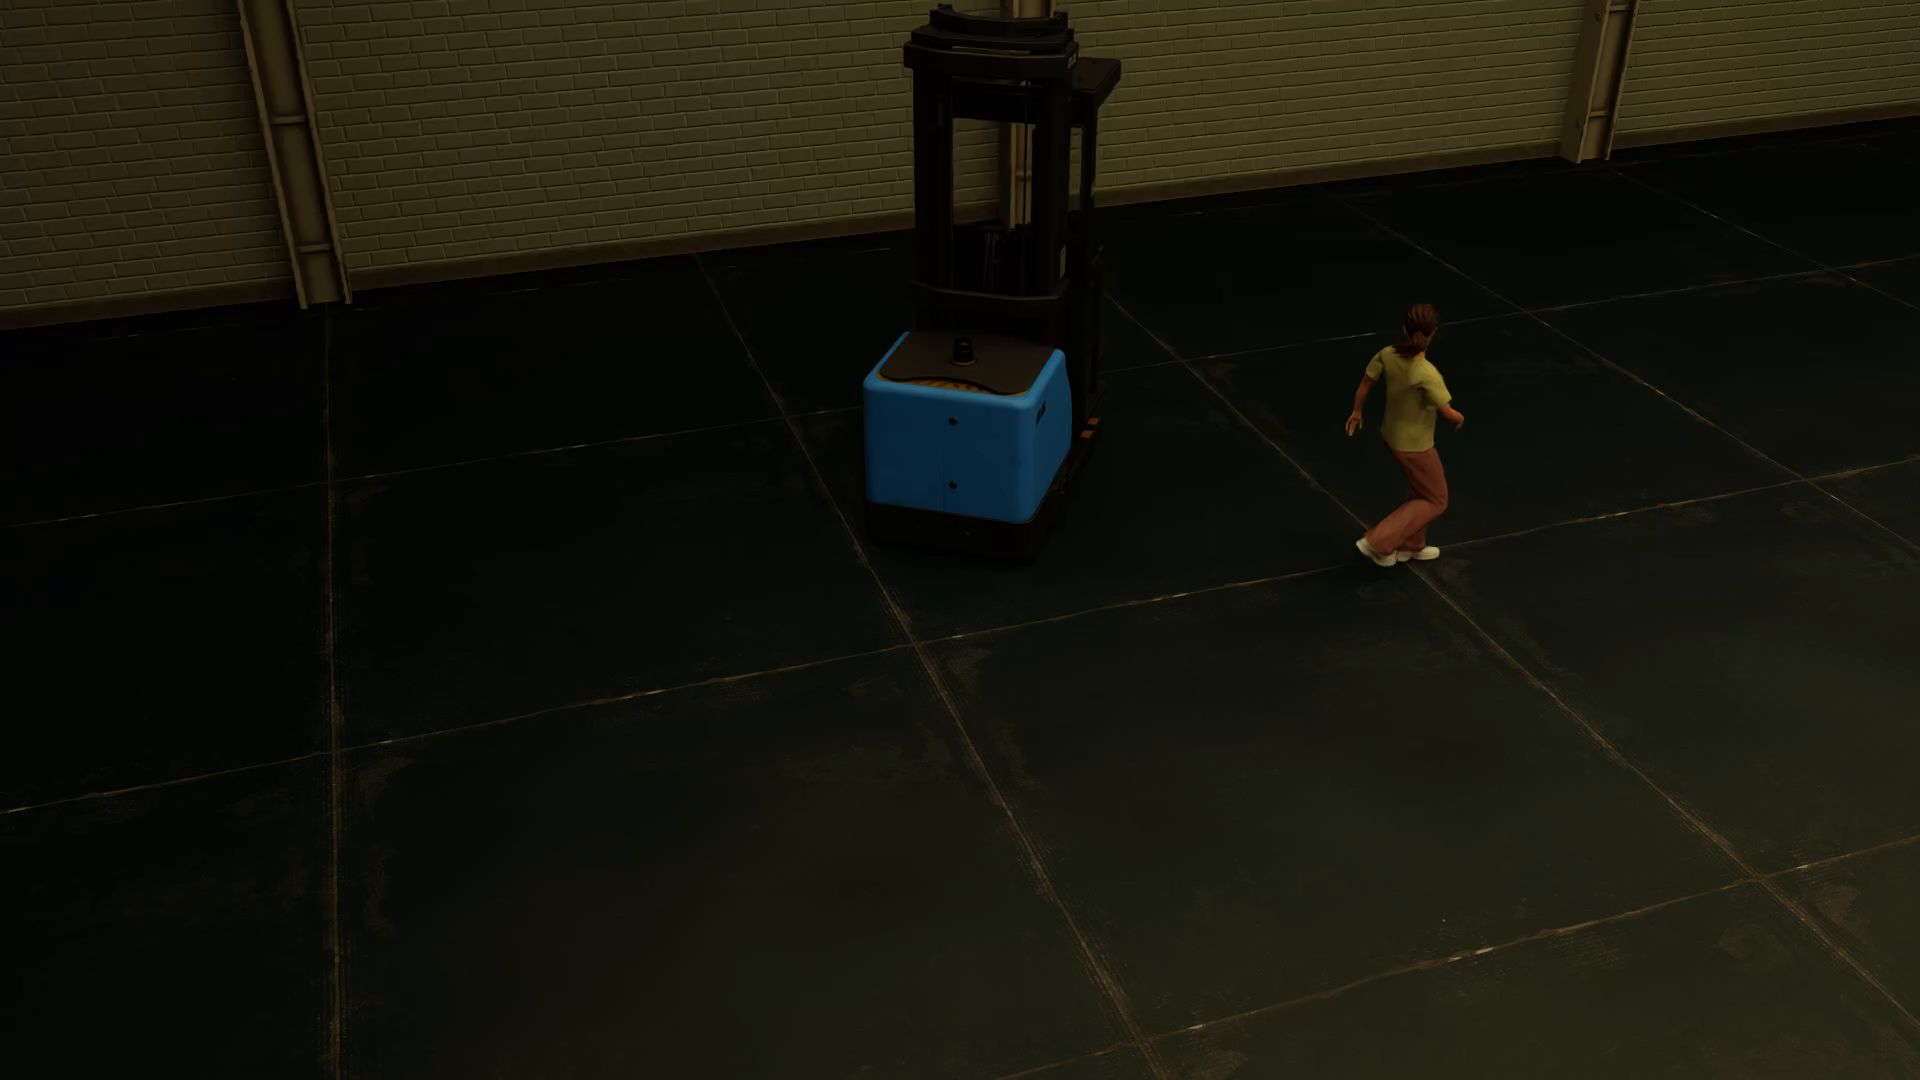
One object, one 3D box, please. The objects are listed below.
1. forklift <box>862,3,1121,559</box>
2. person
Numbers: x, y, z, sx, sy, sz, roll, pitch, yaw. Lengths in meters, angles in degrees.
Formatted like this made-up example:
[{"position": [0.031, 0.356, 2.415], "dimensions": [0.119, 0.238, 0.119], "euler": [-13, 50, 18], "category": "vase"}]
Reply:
[{"position": [0.337, -1.882, 10.357], "dimensions": [1.130, 2.935, 3.031], "euler": [8, 31, 14], "category": "forklift"}, {"position": [2.546, -0.586, 9.431], "dimensions": [0.610, 1.621, 0.607], "euler": [-5, 30, -9], "category": "person"}]
